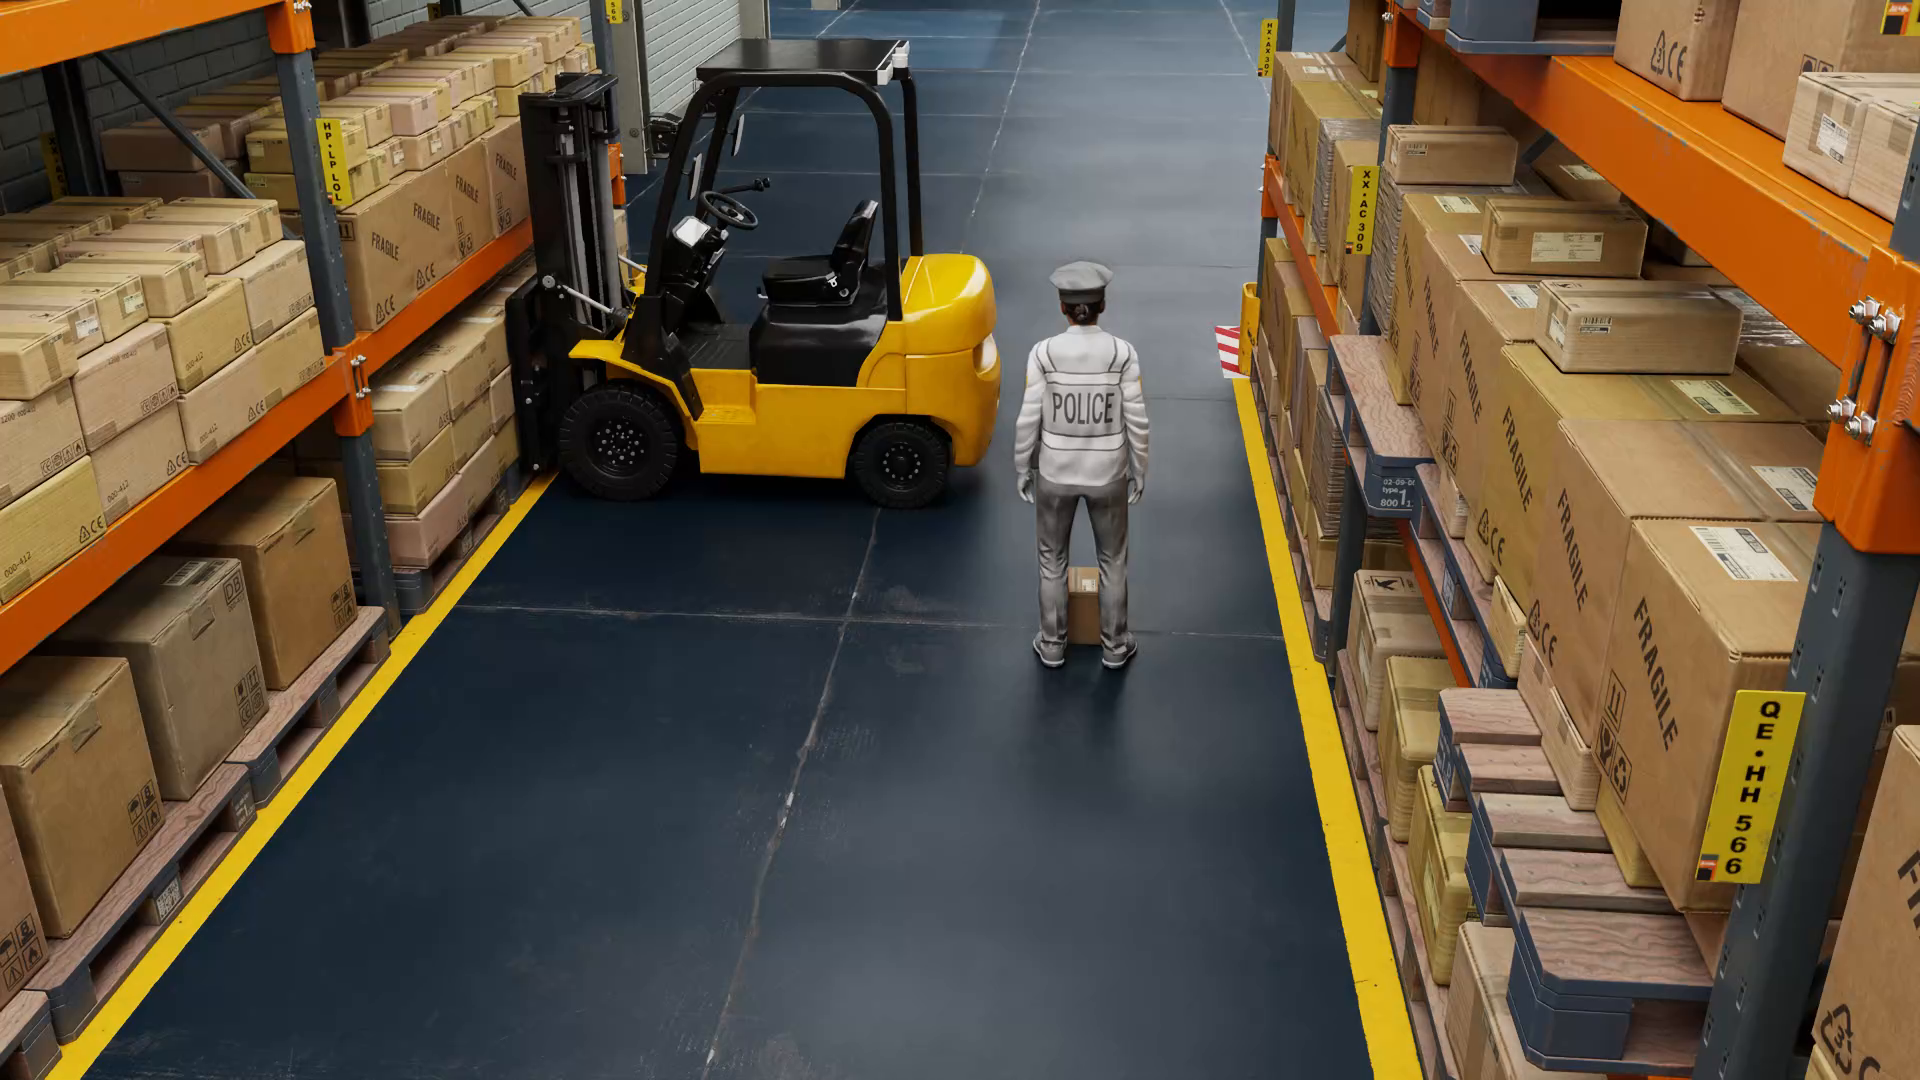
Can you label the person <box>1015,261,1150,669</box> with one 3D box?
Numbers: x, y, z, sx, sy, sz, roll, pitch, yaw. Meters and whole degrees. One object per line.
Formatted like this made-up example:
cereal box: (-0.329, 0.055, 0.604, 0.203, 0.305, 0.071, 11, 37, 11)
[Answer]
person: (0.486, -0.262, 6.672, 0.535, 1.663, 0.379, 2, 25, 3)
